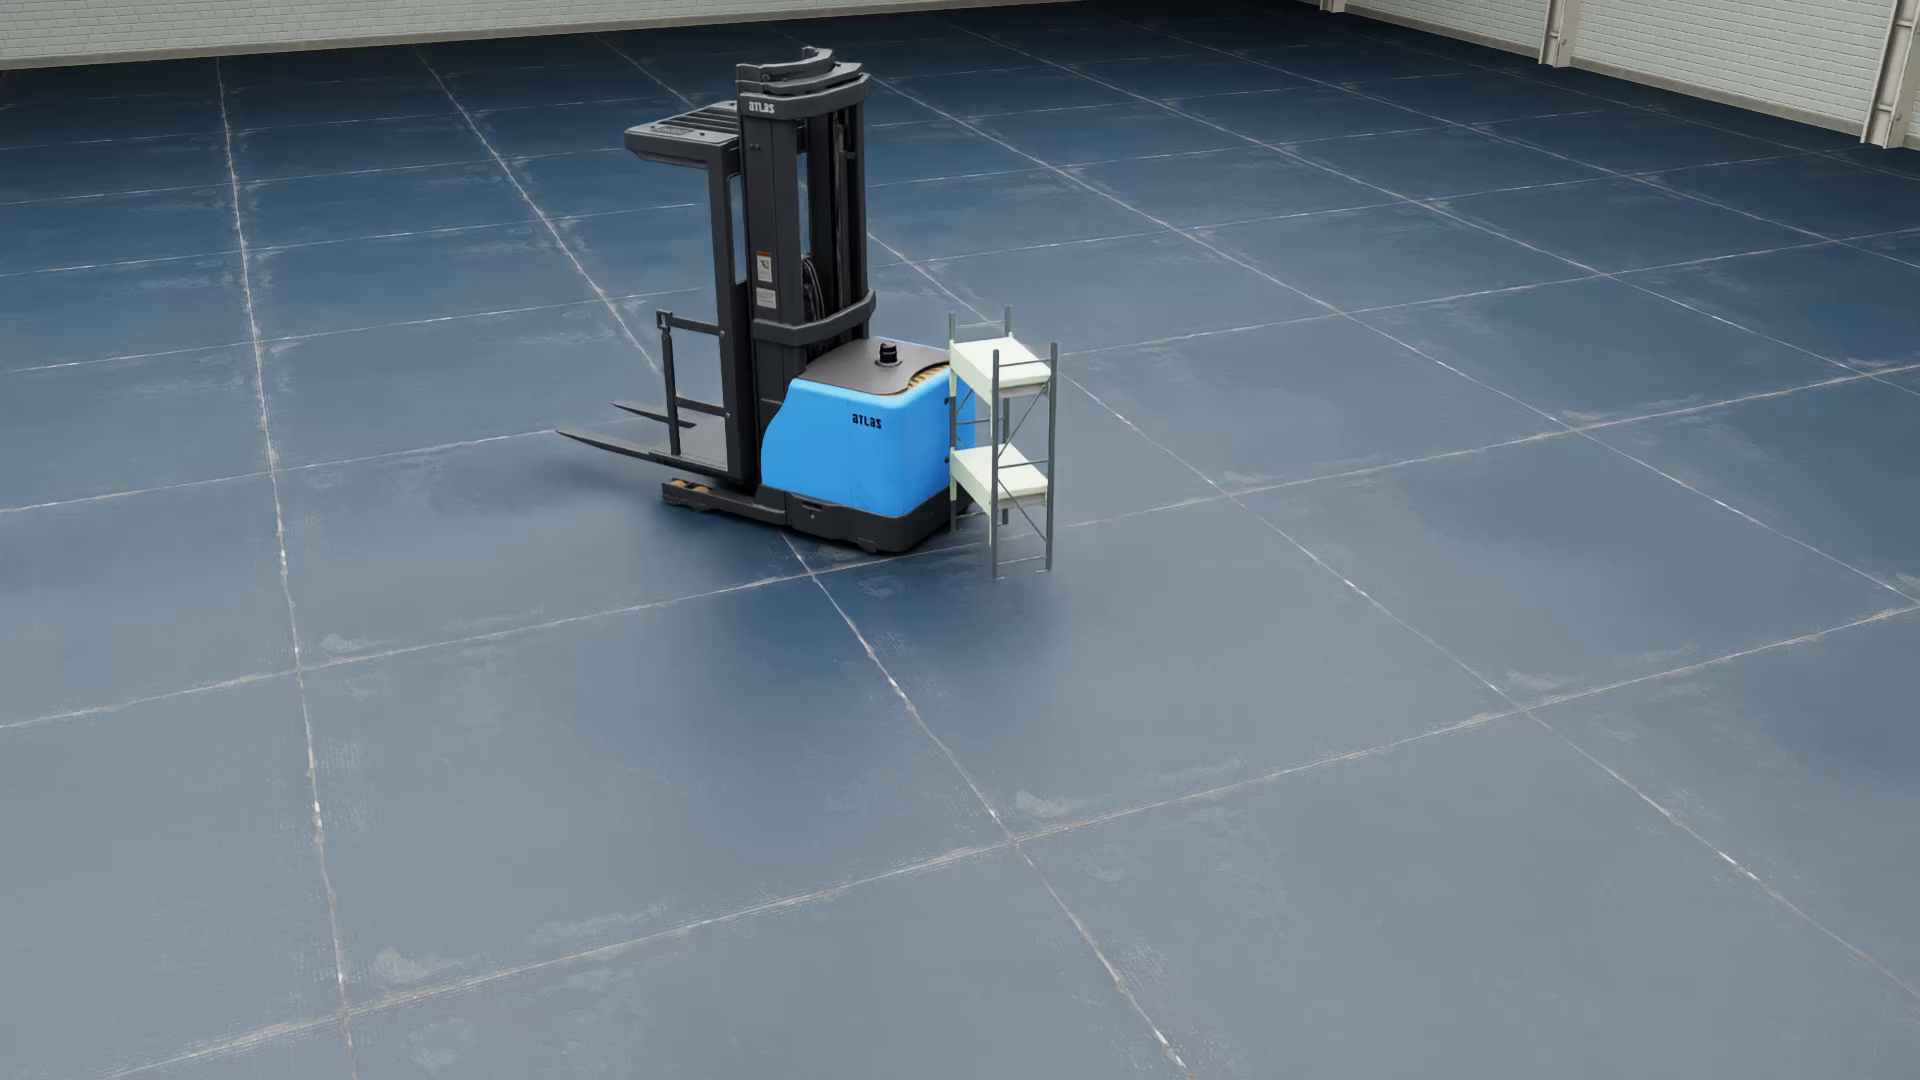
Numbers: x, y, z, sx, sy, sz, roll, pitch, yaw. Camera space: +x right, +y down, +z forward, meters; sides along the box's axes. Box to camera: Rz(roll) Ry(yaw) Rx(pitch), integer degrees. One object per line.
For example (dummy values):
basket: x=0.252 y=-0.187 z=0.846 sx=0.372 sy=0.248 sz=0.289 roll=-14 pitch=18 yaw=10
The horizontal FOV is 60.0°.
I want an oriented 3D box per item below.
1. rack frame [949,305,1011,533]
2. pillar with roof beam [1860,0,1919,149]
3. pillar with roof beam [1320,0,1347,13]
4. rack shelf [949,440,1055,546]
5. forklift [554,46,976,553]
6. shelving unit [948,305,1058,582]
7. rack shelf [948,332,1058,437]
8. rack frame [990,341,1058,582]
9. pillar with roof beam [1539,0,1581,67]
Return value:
rack frame: x=0.126 y=-0.751 z=10.579 sx=0.400 sy=1.500 sz=0.023 roll=-9 pitch=27 yaw=-18
pillar with roof beam: x=7.662 y=-8.295 z=17.482 sx=9.100 sy=9.000 sz=0.400 roll=-11 pitch=28 yaw=-21
pillar with roof beam: x=2.963 y=-13.139 z=27.404 sx=9.100 sy=9.000 sz=0.400 roll=-11 pitch=28 yaw=-21
rack shelf: x=0.253 y=-0.308 z=10.414 sx=0.431 sy=0.370 sz=0.720 roll=-9 pitch=27 yaw=-18
forklift: x=-1.417 y=-1.693 z=10.877 sx=3.031 sy=2.935 sz=1.130 roll=14 pitch=29 yaw=27
shelving unit: x=0.253 y=-0.601 z=10.271 sx=0.431 sy=1.500 sz=0.755 roll=-9 pitch=27 yaw=-18
rack shelf: x=0.253 y=-0.951 z=10.100 sx=0.431 sy=0.370 sz=0.720 roll=-9 pitch=27 yaw=-18
rack frame: x=0.379 y=-0.450 z=9.962 sx=0.400 sy=1.500 sz=0.023 roll=-9 pitch=27 yaw=-18
pillar with roof beam: x=5.313 y=-10.717 z=22.443 sx=9.100 sy=9.000 sz=0.400 roll=-11 pitch=28 yaw=-21
